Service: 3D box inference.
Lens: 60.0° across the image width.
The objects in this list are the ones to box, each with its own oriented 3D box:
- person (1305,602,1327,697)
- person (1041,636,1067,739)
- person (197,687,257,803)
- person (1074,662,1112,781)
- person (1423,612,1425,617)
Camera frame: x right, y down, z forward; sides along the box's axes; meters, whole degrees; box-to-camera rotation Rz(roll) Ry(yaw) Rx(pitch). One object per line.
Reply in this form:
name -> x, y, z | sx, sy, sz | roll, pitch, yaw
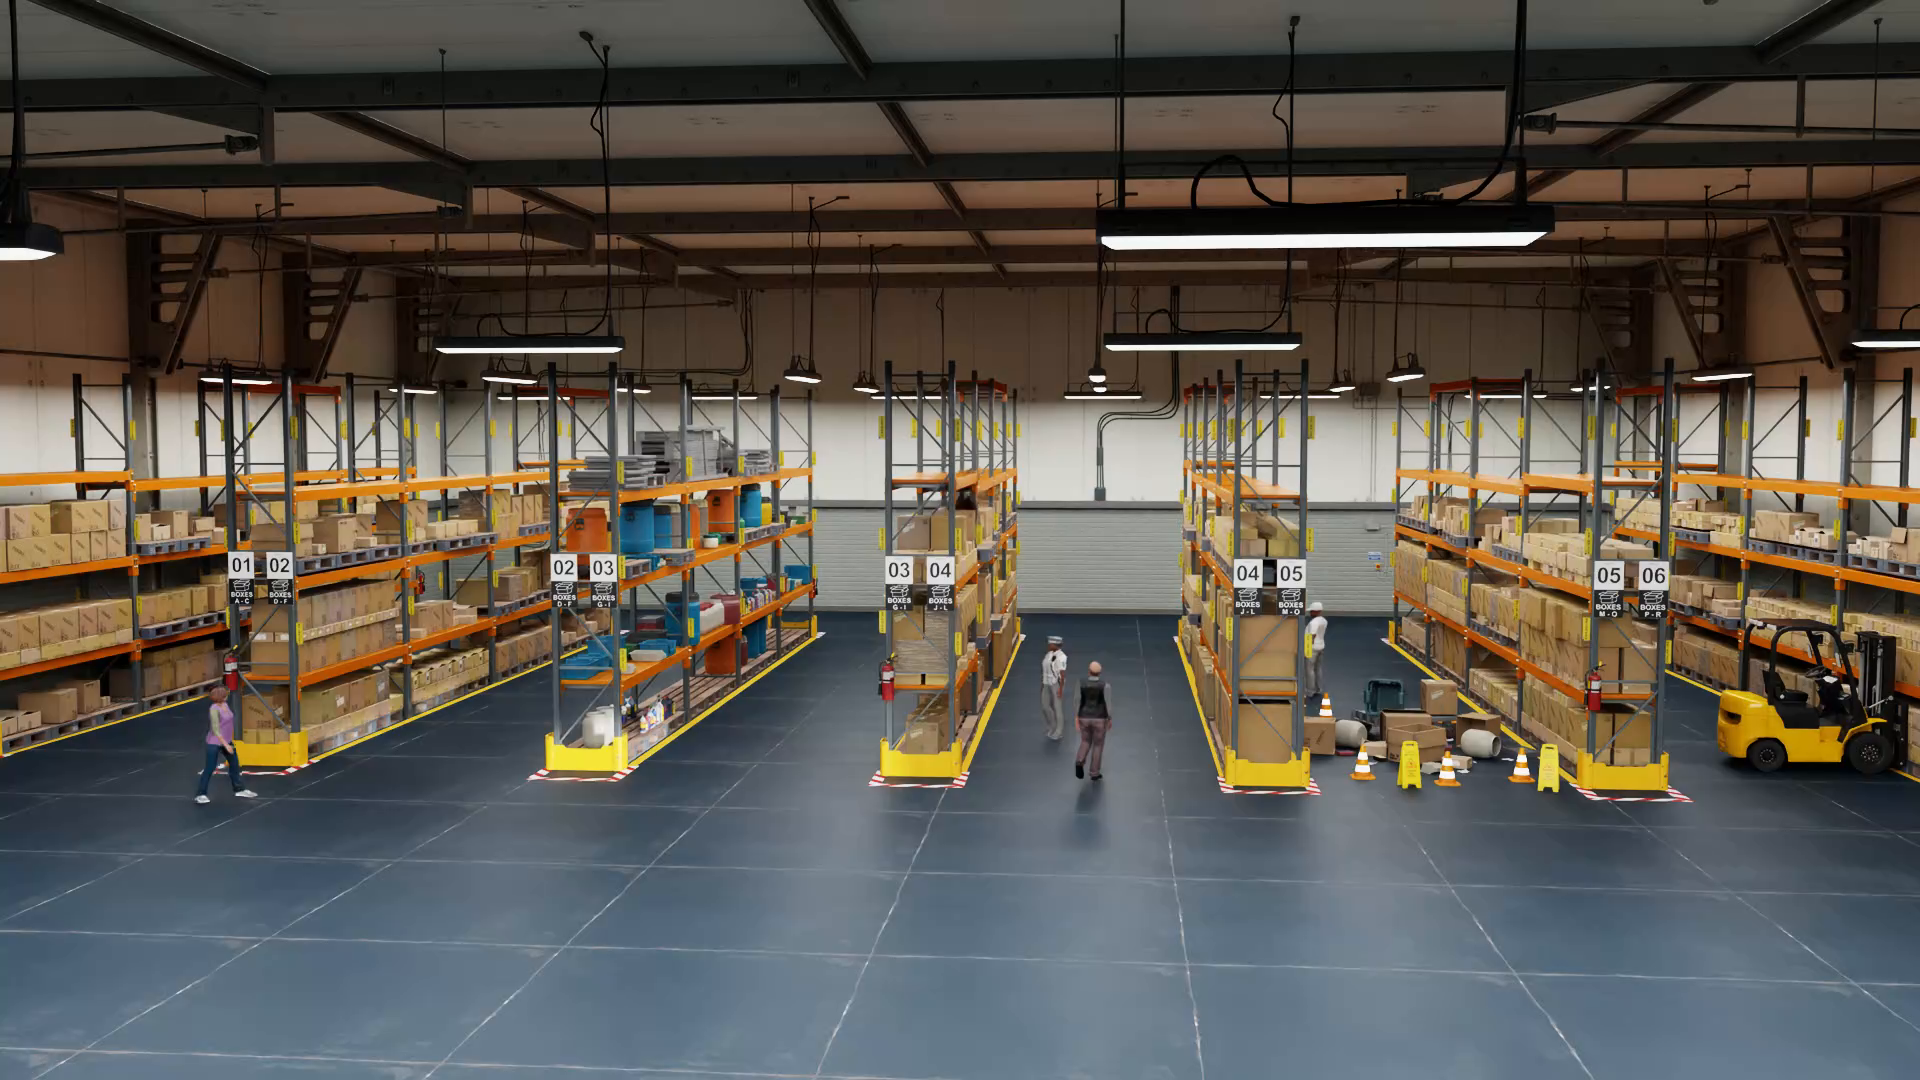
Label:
person -> 6.677, 2.061, 31.444 | 0.429, 1.770, 0.630 | 3, 5, 36
person -> 1.516, 2.408, 27.160 | 0.396, 1.690, 0.539 | -3, 5, -38
person -> -9.965, 2.753, 22.475 | 0.636, 1.561, 0.580 | 0, 4, 7
person -> 1.890, 2.575, 23.673 | 0.534, 1.706, 0.528 | 2, 4, 30
person -> 11.936, 1.438, 42.112 | 0.605, 1.568, 0.446 | 0, 4, -5
